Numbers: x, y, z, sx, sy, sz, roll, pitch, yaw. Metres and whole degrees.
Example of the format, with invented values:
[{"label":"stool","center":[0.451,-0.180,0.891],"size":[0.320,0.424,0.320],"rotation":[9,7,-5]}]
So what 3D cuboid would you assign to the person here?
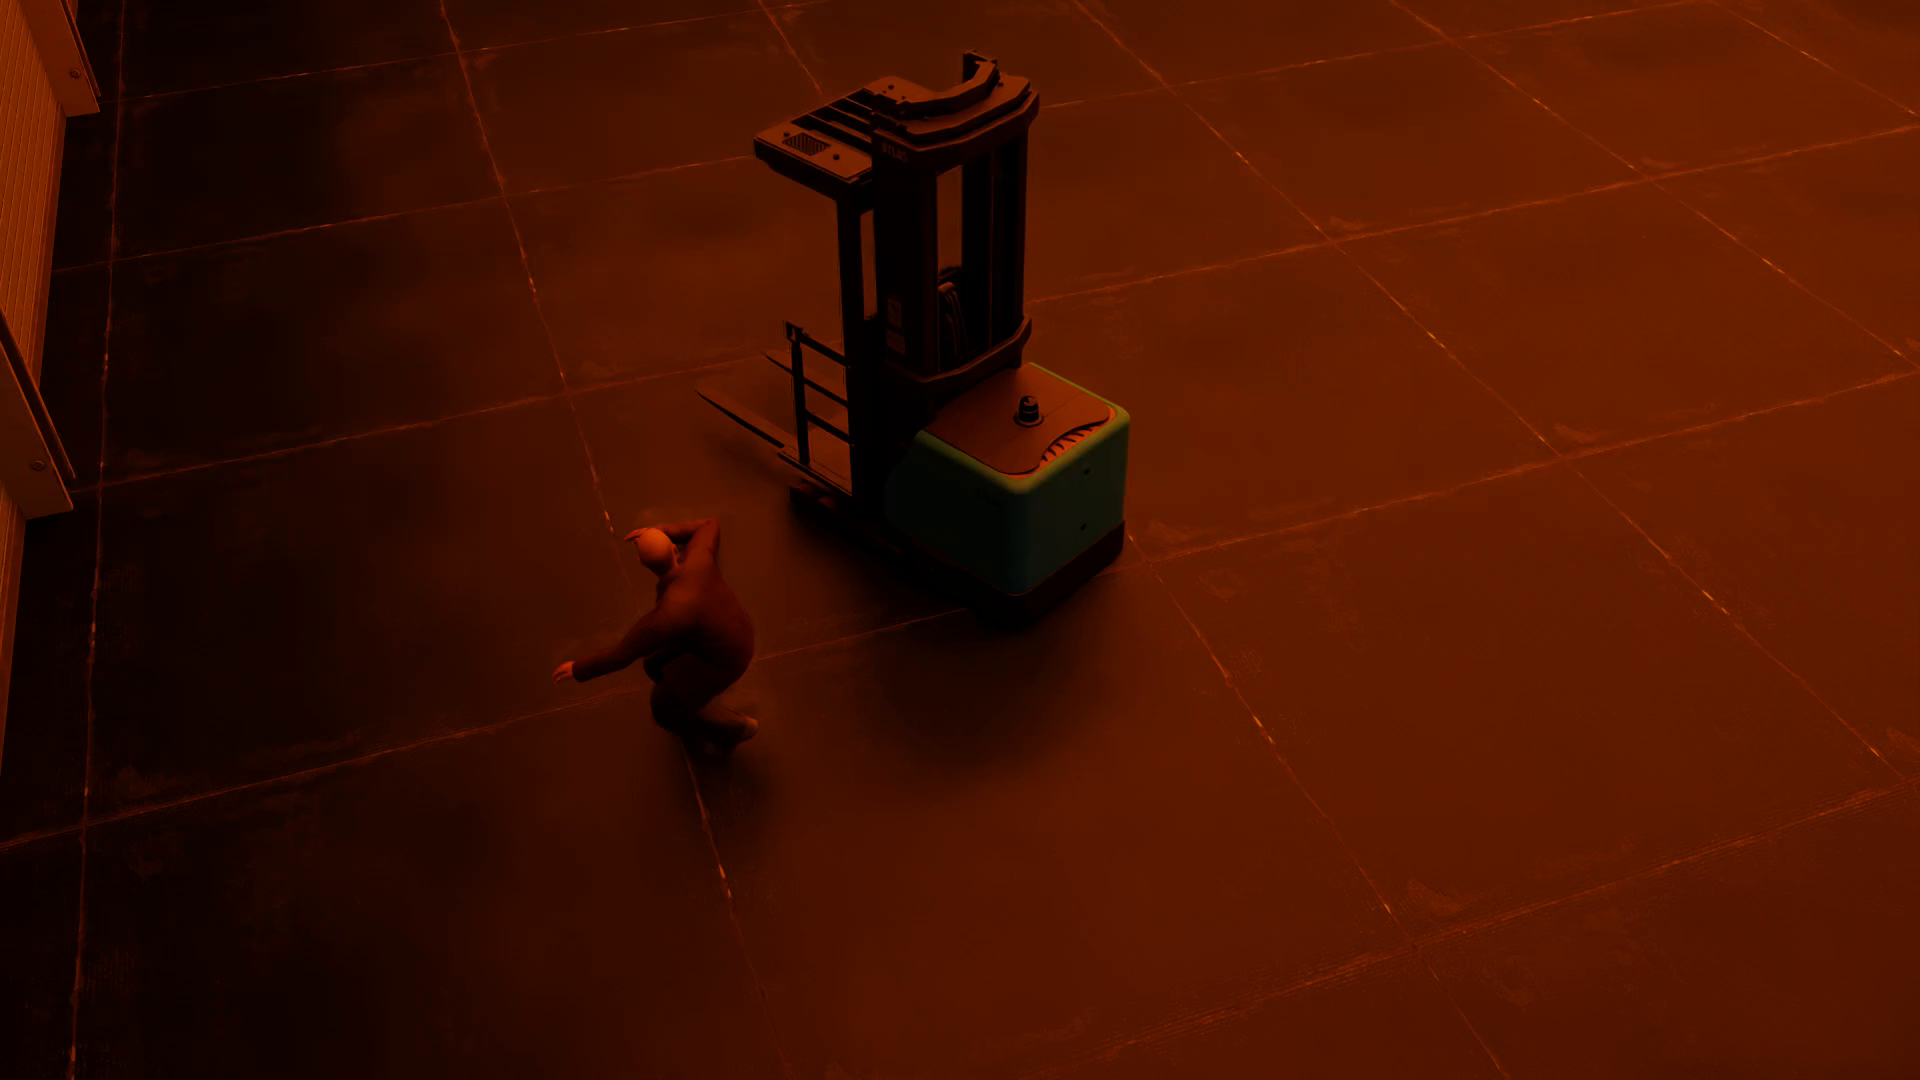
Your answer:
[{"label":"person","center":[-1.550,0.507,8.532],"size":[0.991,1.502,0.844],"rotation":[-1,40,-1]}]

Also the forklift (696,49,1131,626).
[{"label":"forklift","center":[-0.431,-1.450,9.724],"size":[3.031,2.935,1.130],"rotation":[31,49,31]}]
